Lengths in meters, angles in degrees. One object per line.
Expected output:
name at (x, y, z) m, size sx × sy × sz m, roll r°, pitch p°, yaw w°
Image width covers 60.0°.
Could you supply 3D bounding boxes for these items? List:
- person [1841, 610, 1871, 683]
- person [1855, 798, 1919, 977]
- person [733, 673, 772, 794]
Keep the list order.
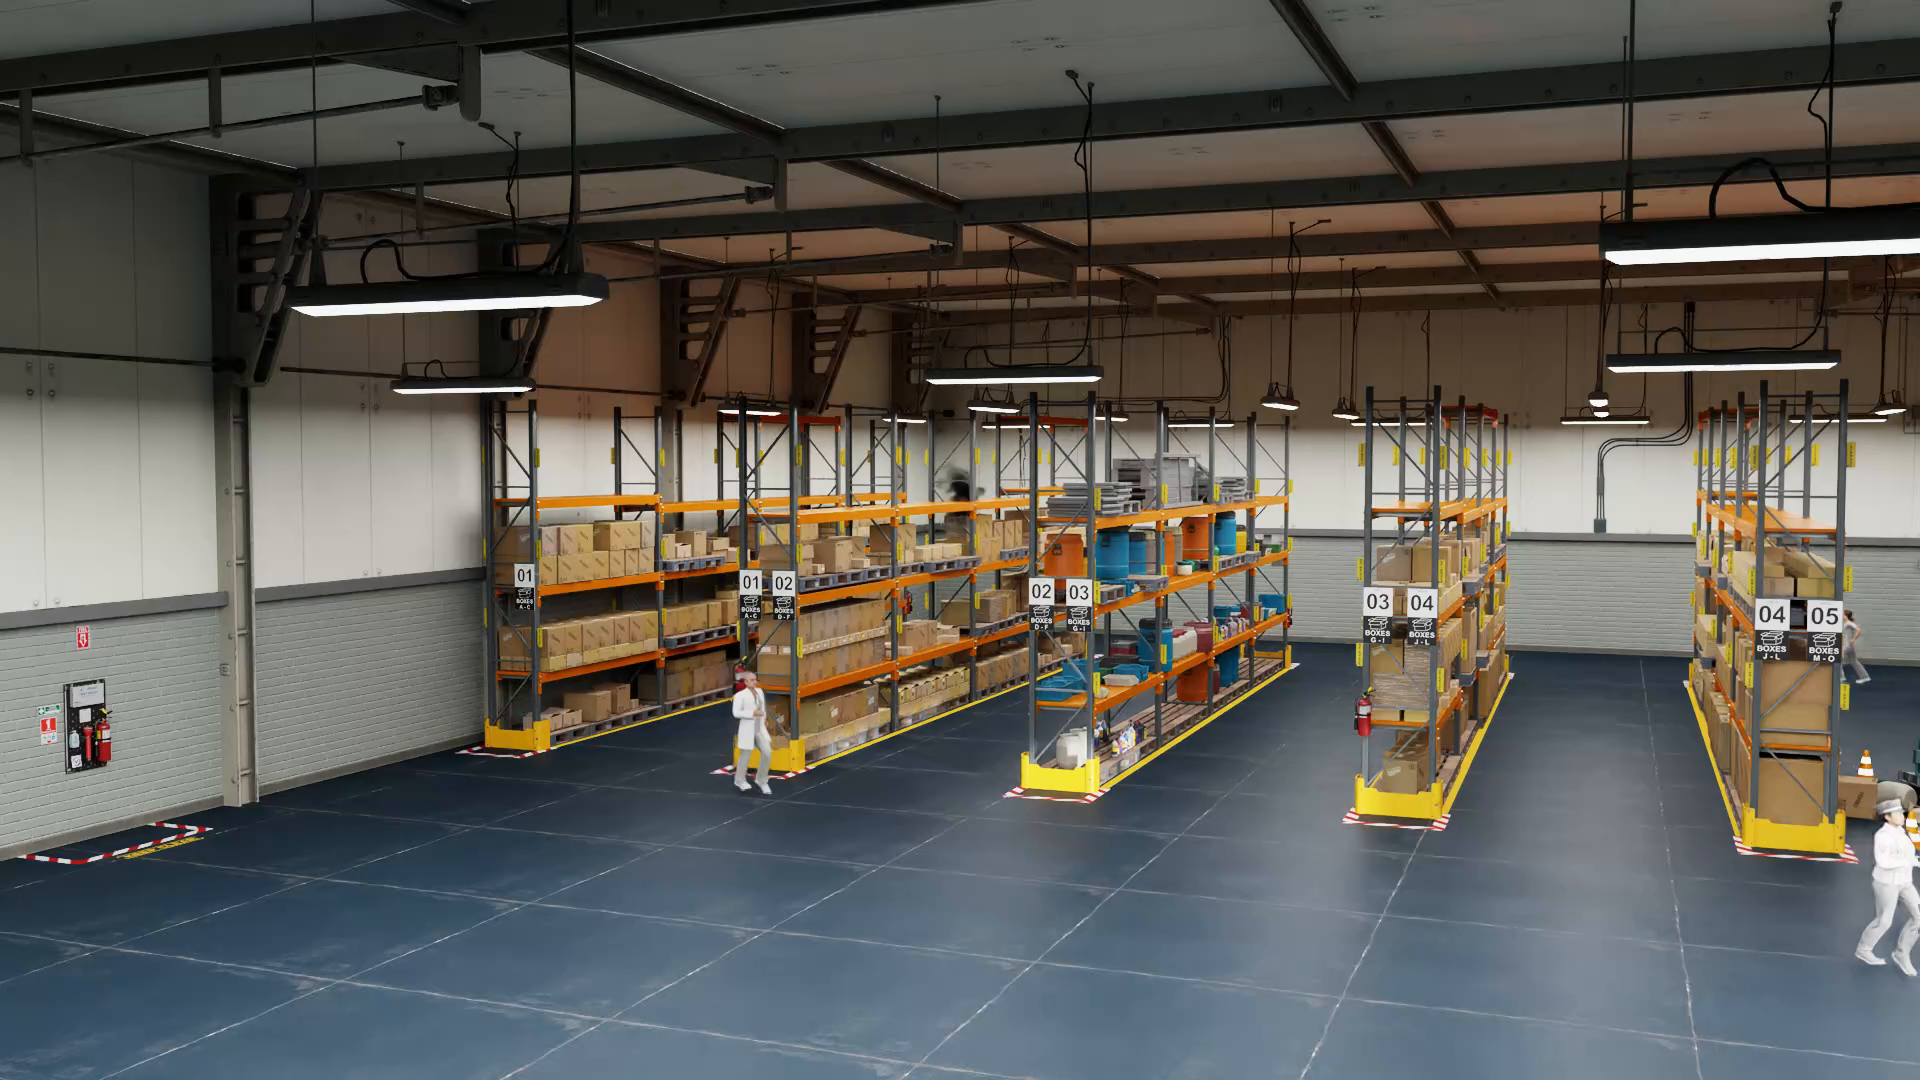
person at (19.471, 2.376, 36.395) m, size 0.877 × 1.697 × 0.573 m, roll 1°, pitch 3°, yaw 24°
person at (9.069, 3.362, 16.132) m, size 0.592 × 1.736 × 0.683 m, roll -2°, pitch 3°, yaw -31°
person at (-3.101, 2.894, 24.842) m, size 0.713 × 1.830 × 0.794 m, roll -2°, pitch 4°, yaw -40°
